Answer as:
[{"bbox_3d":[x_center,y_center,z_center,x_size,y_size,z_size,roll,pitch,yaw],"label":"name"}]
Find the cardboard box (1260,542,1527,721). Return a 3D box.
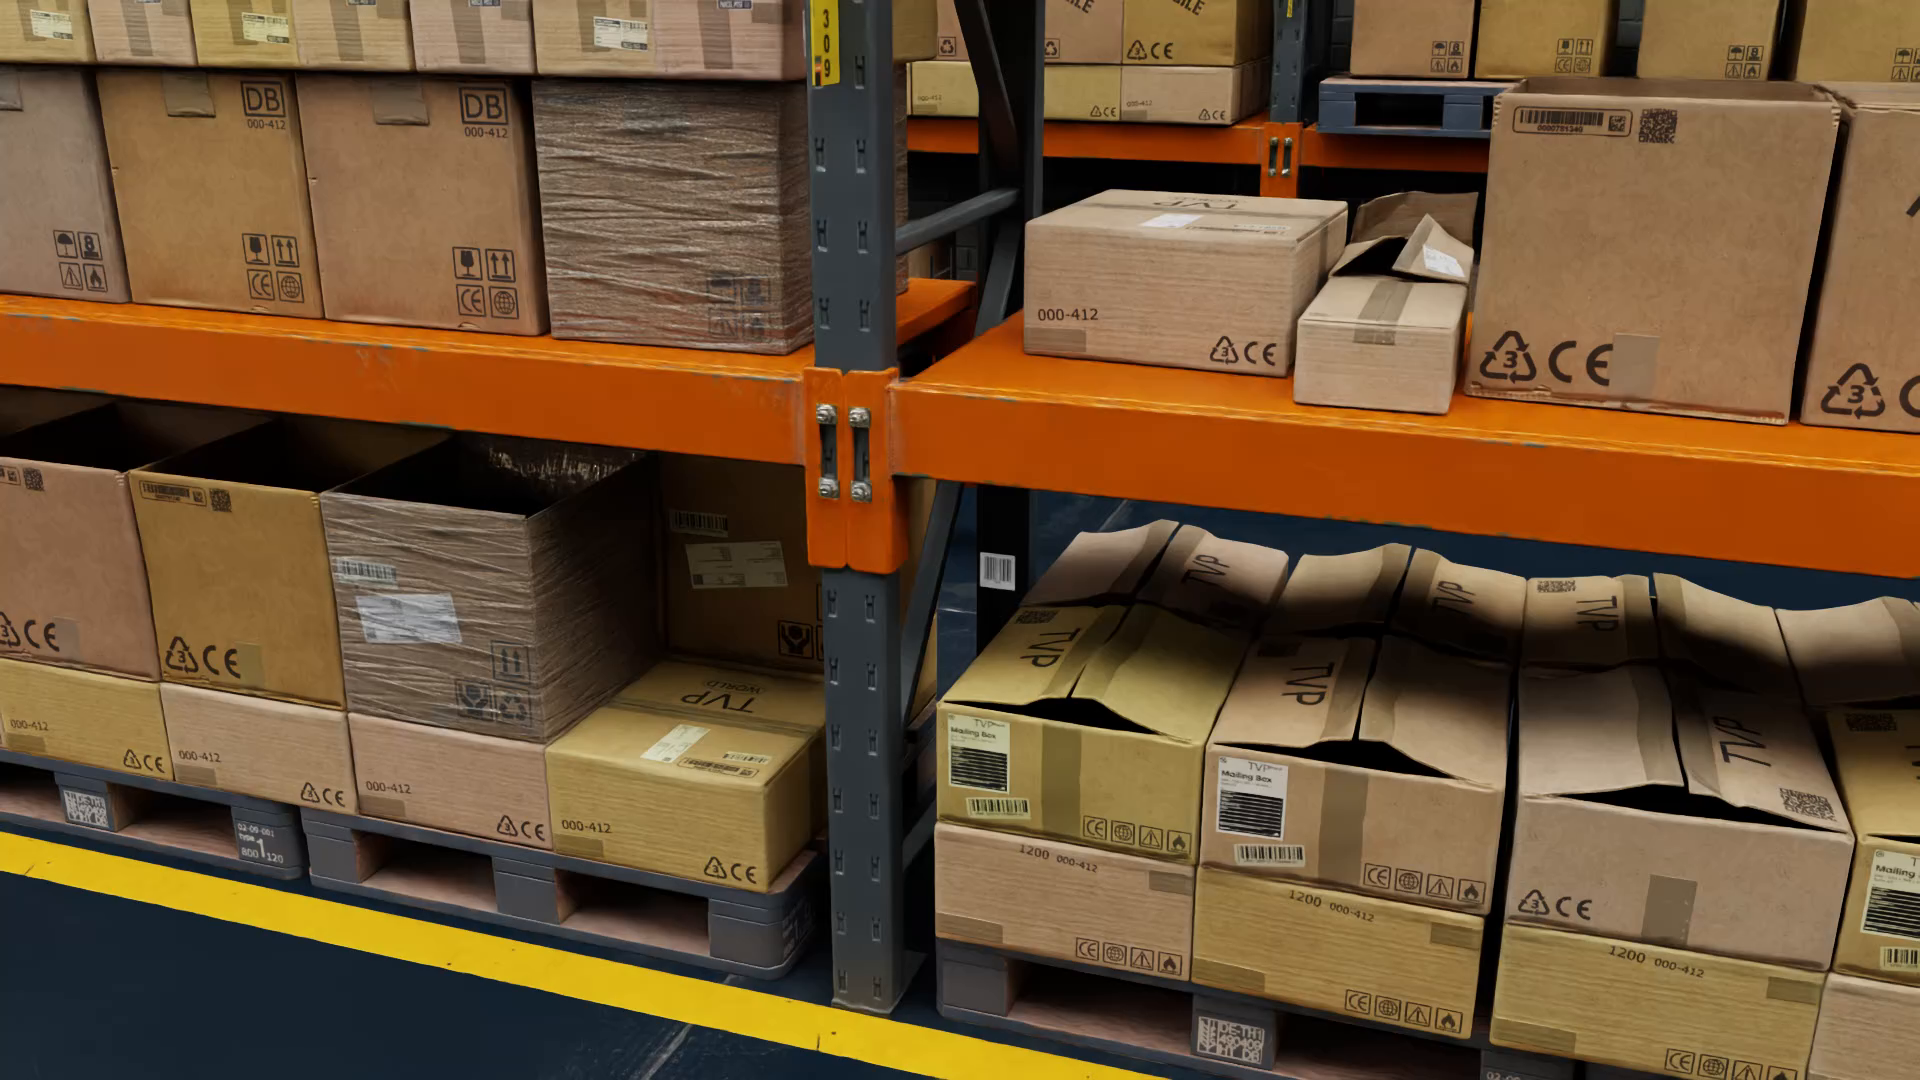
[{"bbox_3d":[0.934,0.225,3.562,0.500,0.311,0.500,7,20,20],"label":"cardboard box"}]

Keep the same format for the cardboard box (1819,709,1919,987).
[{"bbox_3d":[1.725,0.504,2.761,0.500,0.311,0.500,7,20,20],"label":"cardboard box"}]

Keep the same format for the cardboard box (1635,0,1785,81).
[{"bbox_3d":[3.213,-2.225,7.083,0.500,0.500,0.700,10,21,26],"label":"cardboard box"}]

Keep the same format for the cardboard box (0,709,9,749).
[{"bbox_3d":[-2.435,0.283,4.247,0.500,0.250,0.500,7,20,18],"label":"cardboard box"}]

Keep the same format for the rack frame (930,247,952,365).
[{"bbox_3d":[-0.065,-0.503,5.925,0.008,1.050,0.200,7,20,18],"label":"rack frame"}]

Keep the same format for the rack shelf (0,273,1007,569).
[{"bbox_3d":[-1.925,-0.496,4.034,4.000,0.370,1.077,7,20,18],"label":"rack shelf"}]

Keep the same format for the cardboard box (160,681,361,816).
[{"bbox_3d":[-1.492,0.392,3.934,0.500,0.250,0.500,7,20,18],"label":"cardboard box"}]

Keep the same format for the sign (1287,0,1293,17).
[{"bbox_3d":[1.415,-2.399,7.087,0.005,0.325,0.100,7,20,18],"label":"sign"}]

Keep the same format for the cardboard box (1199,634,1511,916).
[{"bbox_3d":[0.744,0.394,3.077,0.500,0.311,0.500,6,20,17],"label":"cardboard box"}]

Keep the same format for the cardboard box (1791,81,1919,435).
[{"bbox_3d":[1.655,-0.468,2.708,0.500,0.500,0.500,7,20,18],"label":"cardboard box"}]

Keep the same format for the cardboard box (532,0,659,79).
[{"bbox_3d":[-0.596,-0.963,3.144,0.250,0.149,0.380,6,20,17],"label":"cardboard box"}]

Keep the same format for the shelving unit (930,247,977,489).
[{"bbox_3d":[0.051,-0.490,5.887,0.252,1.050,0.215,7,20,18],"label":"shelving unit"}]

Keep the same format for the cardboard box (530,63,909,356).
[{"bbox_3d":[-0.457,-0.713,3.411,0.500,0.500,0.700,6,20,17],"label":"cardboard box"}]

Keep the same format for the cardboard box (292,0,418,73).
[{"bbox_3d":[-1.093,-1.018,3.304,0.250,0.149,0.380,6,20,18],"label":"cardboard box"}]

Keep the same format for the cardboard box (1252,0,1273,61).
[{"bbox_3d":[1.211,-2.568,7.945,0.500,0.500,0.500,6,20,17],"label":"cardboard box"}]

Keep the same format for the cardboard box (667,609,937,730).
[{"bbox_3d":[-0.375,0.336,4.093,0.500,0.250,0.500,7,20,18],"label":"cardboard box"}]

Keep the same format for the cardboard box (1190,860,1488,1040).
[{"bbox_3d":[0.746,0.657,3.174,0.500,0.250,0.500,7,20,19],"label":"cardboard box"}]

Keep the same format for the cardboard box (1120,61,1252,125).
[{"bbox_3d":[1.039,-2.055,7.613,0.500,0.250,0.500,7,20,18],"label":"cardboard box"}]

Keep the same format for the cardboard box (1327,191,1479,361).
[{"bbox_3d":[0.855,-0.518,3.209,0.258,0.266,0.396,6,20,17],"label":"cardboard box"}]

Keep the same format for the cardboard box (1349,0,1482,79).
[{"bbox_3d":[2.056,-2.349,7.439,0.500,0.500,0.700,7,20,18],"label":"cardboard box"}]

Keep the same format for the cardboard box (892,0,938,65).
[{"bbox_3d":[-0.226,-1.062,3.429,0.250,0.149,0.380,6,20,18],"label":"cardboard box"}]

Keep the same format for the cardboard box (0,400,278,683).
[{"bbox_3d":[-1.965,-0.015,3.964,0.500,0.500,0.500,7,20,18],"label":"cardboard box"}]

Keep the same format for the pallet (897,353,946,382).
[{"bbox_3d":[-0.216,-1.036,8.728,1.213,0.211,1.003,7,20,18],"label":"pallet"}]

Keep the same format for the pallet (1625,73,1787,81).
[{"bbox_3d":[3.481,-1.838,7.084,1.213,0.211,1.003,7,20,18],"label":"pallet"}]

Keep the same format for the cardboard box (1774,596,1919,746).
[{"bbox_3d":[1.878,0.335,3.246,0.500,0.311,0.500,6,20,17],"label":"cardboard box"}]

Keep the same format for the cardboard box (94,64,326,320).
[{"bbox_3d":[-1.430,-0.823,3.728,0.500,0.500,0.700,7,20,19],"label":"cardboard box"}]

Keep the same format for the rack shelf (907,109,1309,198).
[{"bbox_3d":[-0.303,-2.036,8.454,4.000,0.370,1.077,7,20,18],"label":"rack shelf"}]

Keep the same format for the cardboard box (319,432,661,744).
[{"bbox_3d":[-1.014,0.087,3.670,0.500,0.500,0.500,7,20,18],"label":"cardboard box"}]

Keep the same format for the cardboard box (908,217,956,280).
[{"bbox_3d":[-0.353,-1.360,8.551,0.500,0.500,0.700,5,20,15],"label":"cardboard box"}]

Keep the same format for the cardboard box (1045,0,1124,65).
[{"bbox_3d":[0.565,-2.460,7.634,0.500,0.500,0.500,6,20,18],"label":"cardboard box"}]

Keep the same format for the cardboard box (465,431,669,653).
[{"bbox_3d":[-0.846,-0.072,4.127,0.500,0.500,0.500,7,20,18],"label":"cardboard box"}]

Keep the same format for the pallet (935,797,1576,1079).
[{"bbox_3d":[0.673,0.765,3.561,1.213,0.211,1.003,7,20,18],"label":"pallet"}]

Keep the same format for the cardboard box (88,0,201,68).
[{"bbox_3d":[-1.562,-1.073,3.461,0.250,0.149,0.380,7,20,20],"label":"cardboard box"}]

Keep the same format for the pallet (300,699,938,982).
[{"bbox_3d":[-0.773,0.598,4.039,1.213,0.211,1.003,7,20,18],"label":"pallet"}]

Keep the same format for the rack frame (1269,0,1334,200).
[{"bbox_3d":[1.586,-2.160,7.716,0.127,3.000,1.000,7,20,18],"label":"rack frame"}]

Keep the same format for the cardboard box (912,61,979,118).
[{"bbox_3d":[0.091,-2.161,7.917,0.500,0.250,0.500,6,20,18],"label":"cardboard box"}]

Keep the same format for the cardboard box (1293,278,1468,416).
[{"bbox_3d":[0.734,-0.341,2.880,0.250,0.149,0.380,7,20,18],"label":"cardboard box"}]

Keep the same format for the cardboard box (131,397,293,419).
[{"bbox_3d":[-1.789,-0.182,4.442,0.500,0.500,0.500,7,20,18],"label":"cardboard box"}]

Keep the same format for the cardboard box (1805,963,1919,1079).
[{"bbox_3d":[1.717,0.767,2.857,0.500,0.250,0.500,7,20,19],"label":"cardboard box"}]

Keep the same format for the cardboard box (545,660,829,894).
[{"bbox_3d":[-0.546,0.499,3.628,0.500,0.250,0.500,7,20,18],"label":"cardboard box"}]

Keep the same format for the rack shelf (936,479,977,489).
[{"bbox_3d":[0.051,-0.218,5.982,0.240,0.259,0.215,7,20,18],"label":"rack shelf"}]
